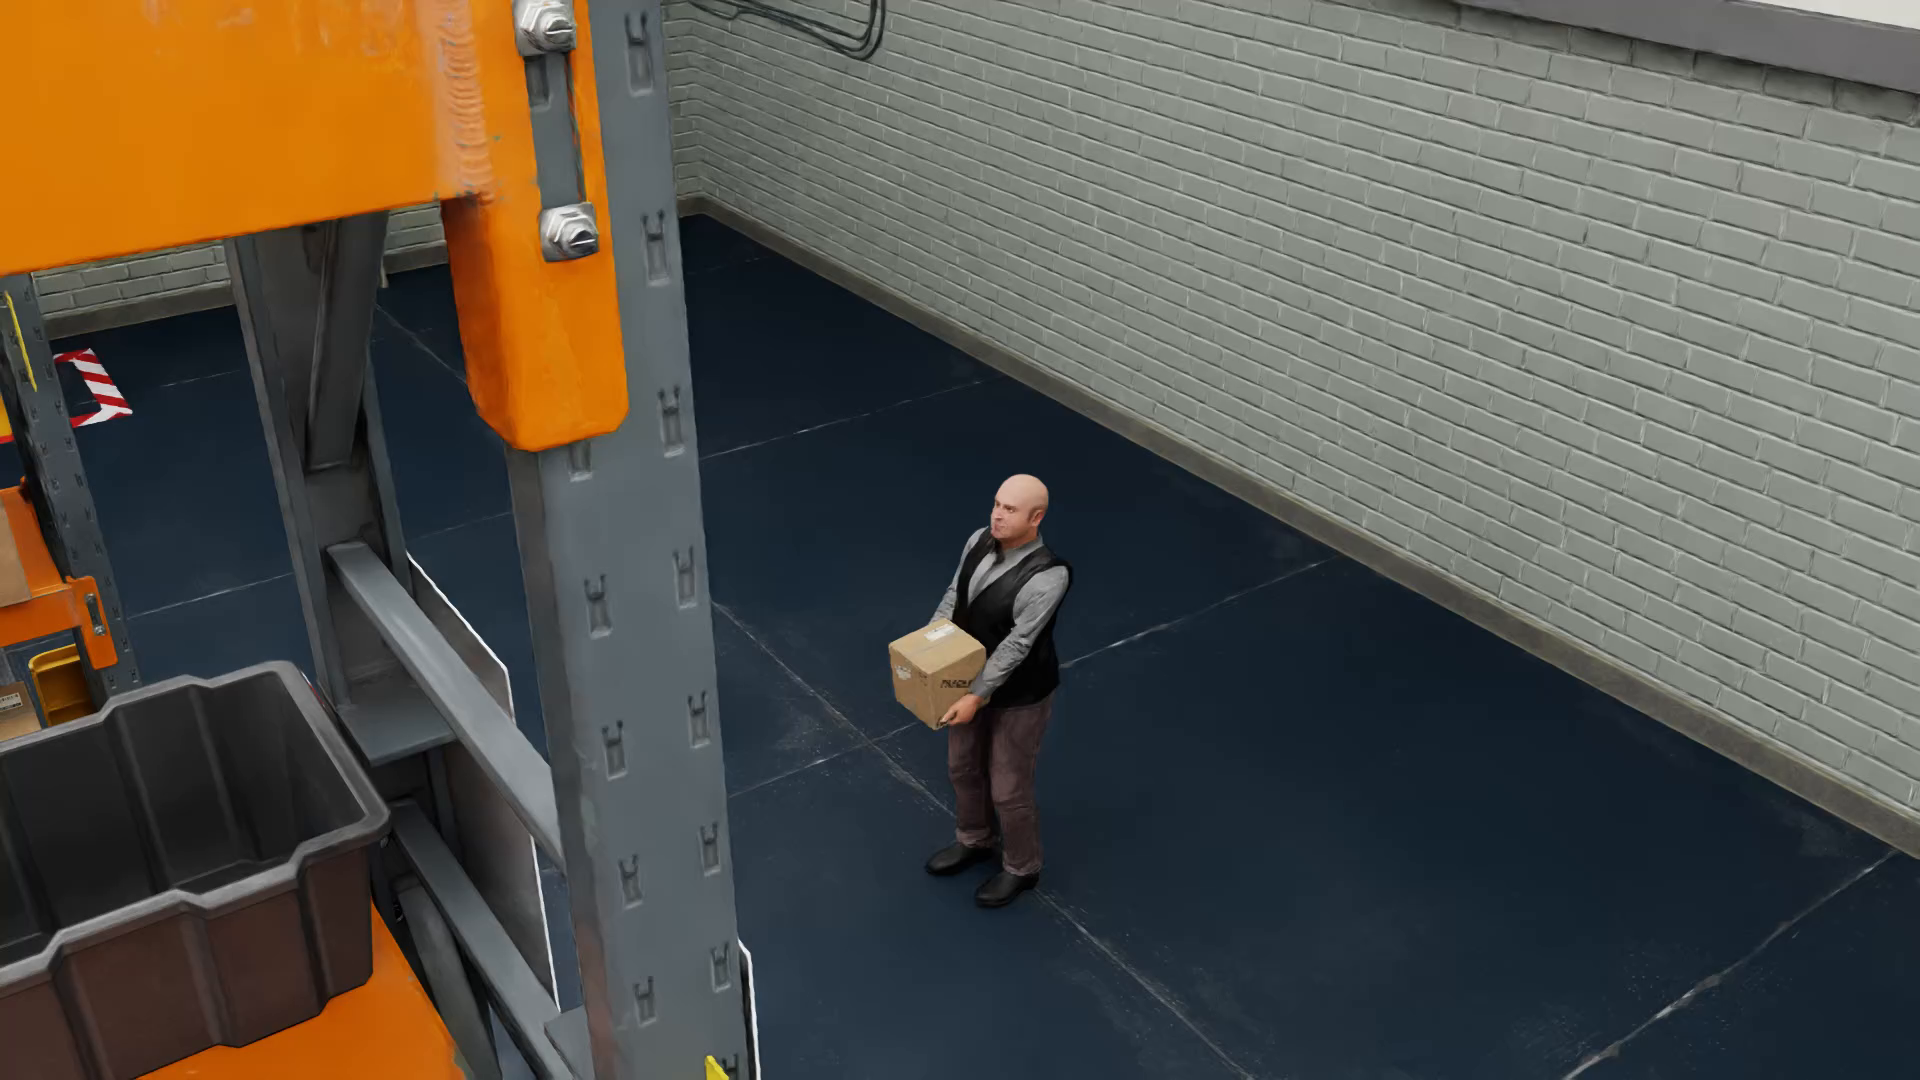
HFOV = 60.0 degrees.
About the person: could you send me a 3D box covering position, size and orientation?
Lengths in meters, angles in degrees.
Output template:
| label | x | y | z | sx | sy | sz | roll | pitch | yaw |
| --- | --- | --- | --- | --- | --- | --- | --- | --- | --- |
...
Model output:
| label | x | y | z | sx | sy | sz | roll | pitch | yaw |
| --- | --- | --- | --- | --- | --- | --- | --- | --- | --- |
| person | 0.088 | 0.574 | 6.095 | 0.550 | 1.714 | 0.496 | -19 | 34 | -31 |
